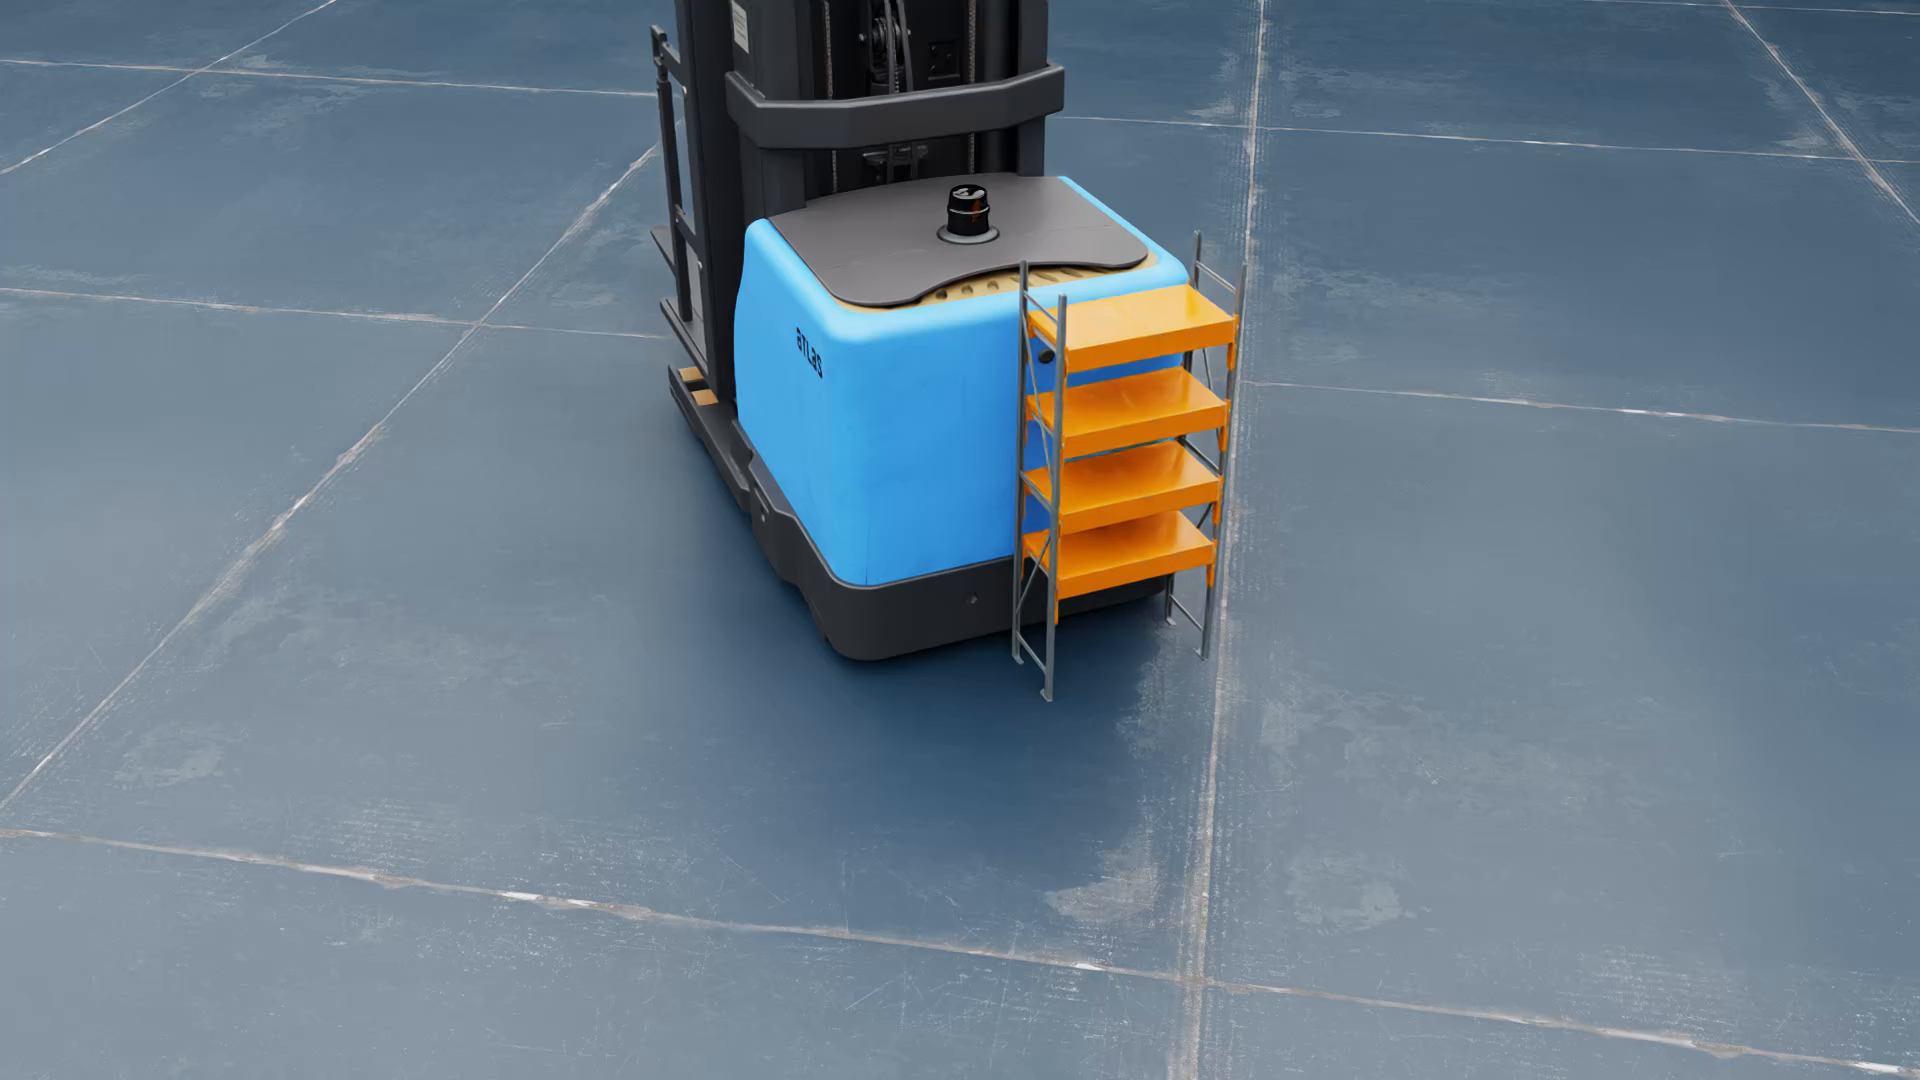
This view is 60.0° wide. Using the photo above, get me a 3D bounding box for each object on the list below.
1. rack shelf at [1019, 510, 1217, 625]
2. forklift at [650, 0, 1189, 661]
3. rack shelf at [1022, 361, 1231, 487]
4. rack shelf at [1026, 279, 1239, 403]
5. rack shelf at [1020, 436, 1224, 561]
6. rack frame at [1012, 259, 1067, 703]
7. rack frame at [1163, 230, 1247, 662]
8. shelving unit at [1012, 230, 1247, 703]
[{"bbox_3d":[0.425,0.052,4.537,0.480,0.148,0.258,-12,34,-19],"label":"rack shelf"},{"bbox_3d":[-0.398,-1.680,5.171,1.130,2.935,3.031,-12,34,-19],"label":"forklift"},{"bbox_3d":[0.425,-0.306,4.313,0.480,0.148,0.258,-12,34,-19],"label":"rack shelf"},{"bbox_3d":[0.425,-0.506,4.187,0.480,0.148,0.258,-12,34,-19],"label":"rack shelf"},{"bbox_3d":[0.425,-0.116,4.432,0.480,0.148,0.258,-12,34,-19],"label":"rack shelf"},{"bbox_3d":[0.200,-0.123,4.316,0.015,1.200,0.240,-12,34,-19],"label":"rack frame"},{"bbox_3d":[0.650,-0.223,4.476,0.015,1.200,0.240,-12,34,-19],"label":"rack frame"},{"bbox_3d":[0.425,-0.173,4.396,0.503,1.200,0.258,-12,34,-19],"label":"shelving unit"}]
